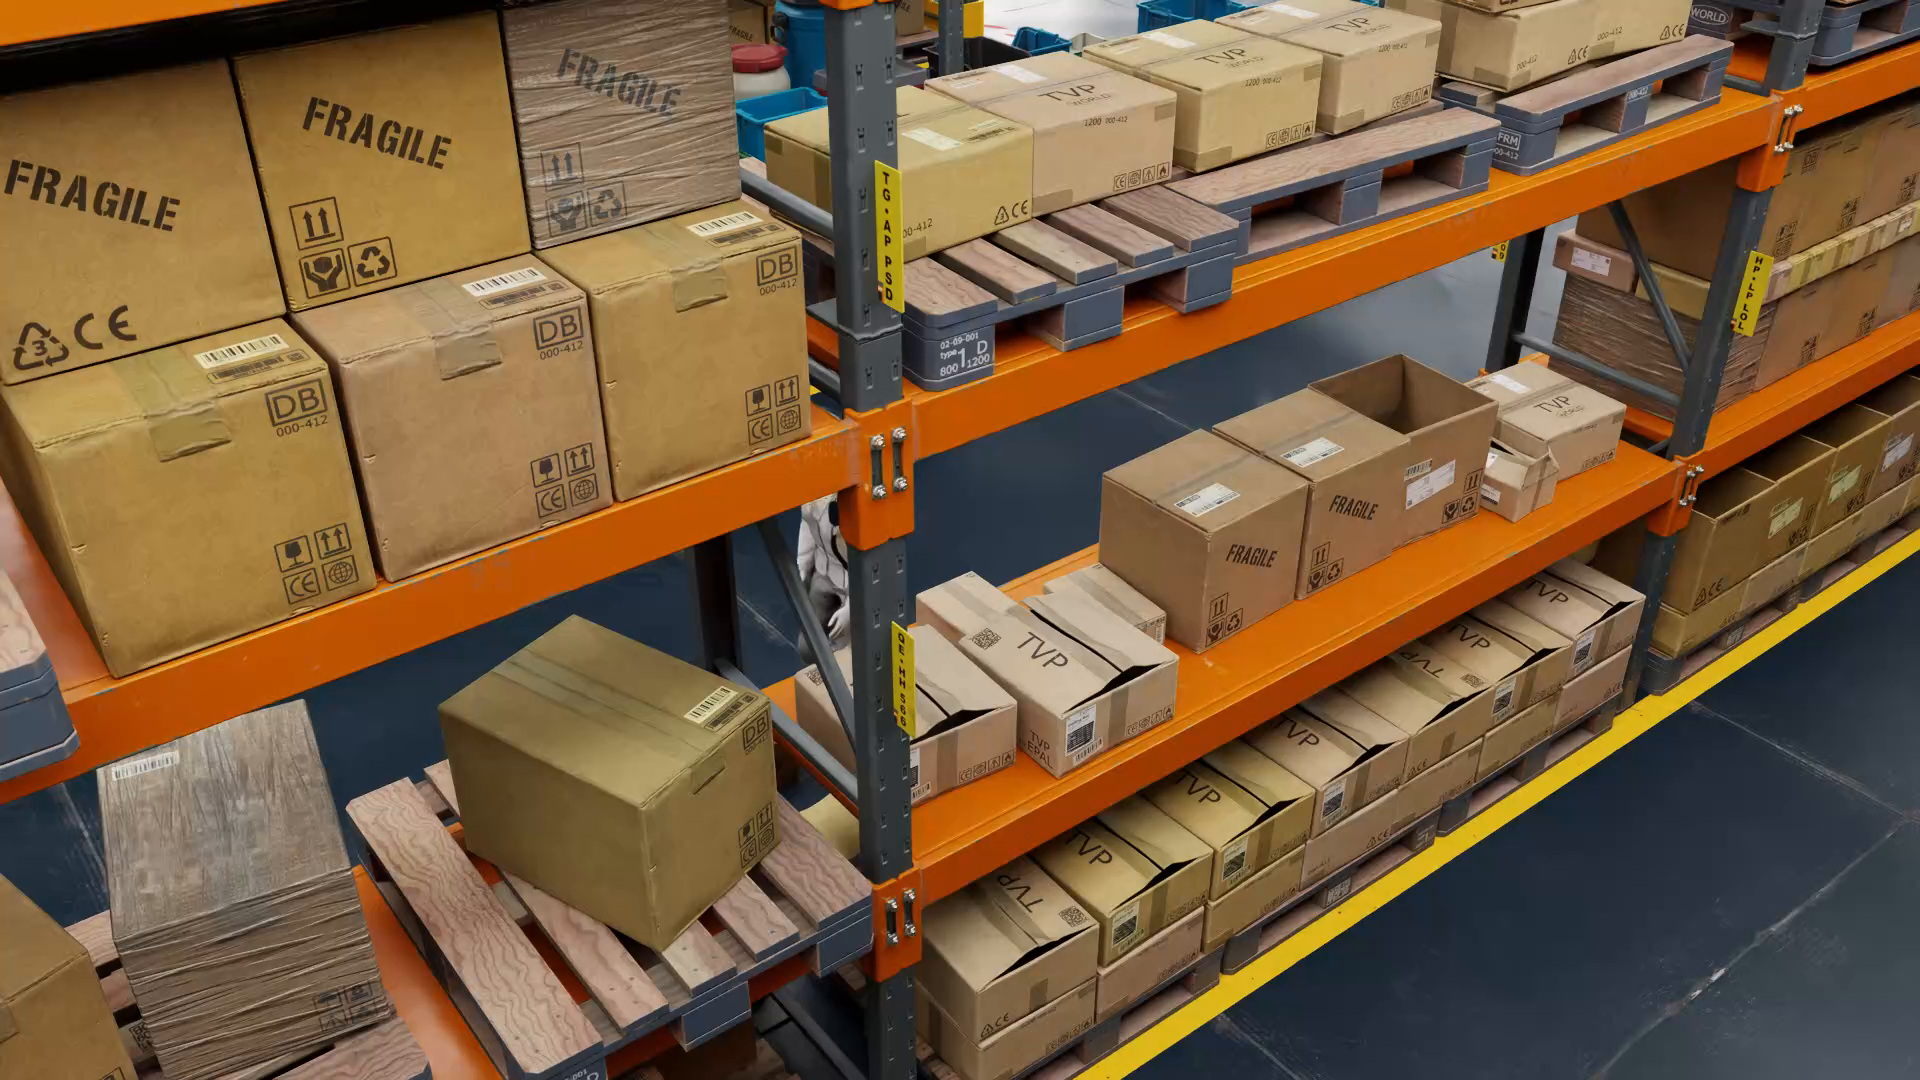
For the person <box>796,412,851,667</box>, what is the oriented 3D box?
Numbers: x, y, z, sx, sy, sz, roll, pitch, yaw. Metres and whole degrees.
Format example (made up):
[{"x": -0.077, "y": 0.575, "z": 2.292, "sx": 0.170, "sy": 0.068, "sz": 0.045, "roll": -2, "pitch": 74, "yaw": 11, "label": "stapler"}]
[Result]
[{"x": -0.490, "y": 0.193, "z": 6.889, "sx": 0.465, "sy": 1.616, "sz": 0.504, "roll": -22, "pitch": 38, "yaw": -31, "label": "person"}]
